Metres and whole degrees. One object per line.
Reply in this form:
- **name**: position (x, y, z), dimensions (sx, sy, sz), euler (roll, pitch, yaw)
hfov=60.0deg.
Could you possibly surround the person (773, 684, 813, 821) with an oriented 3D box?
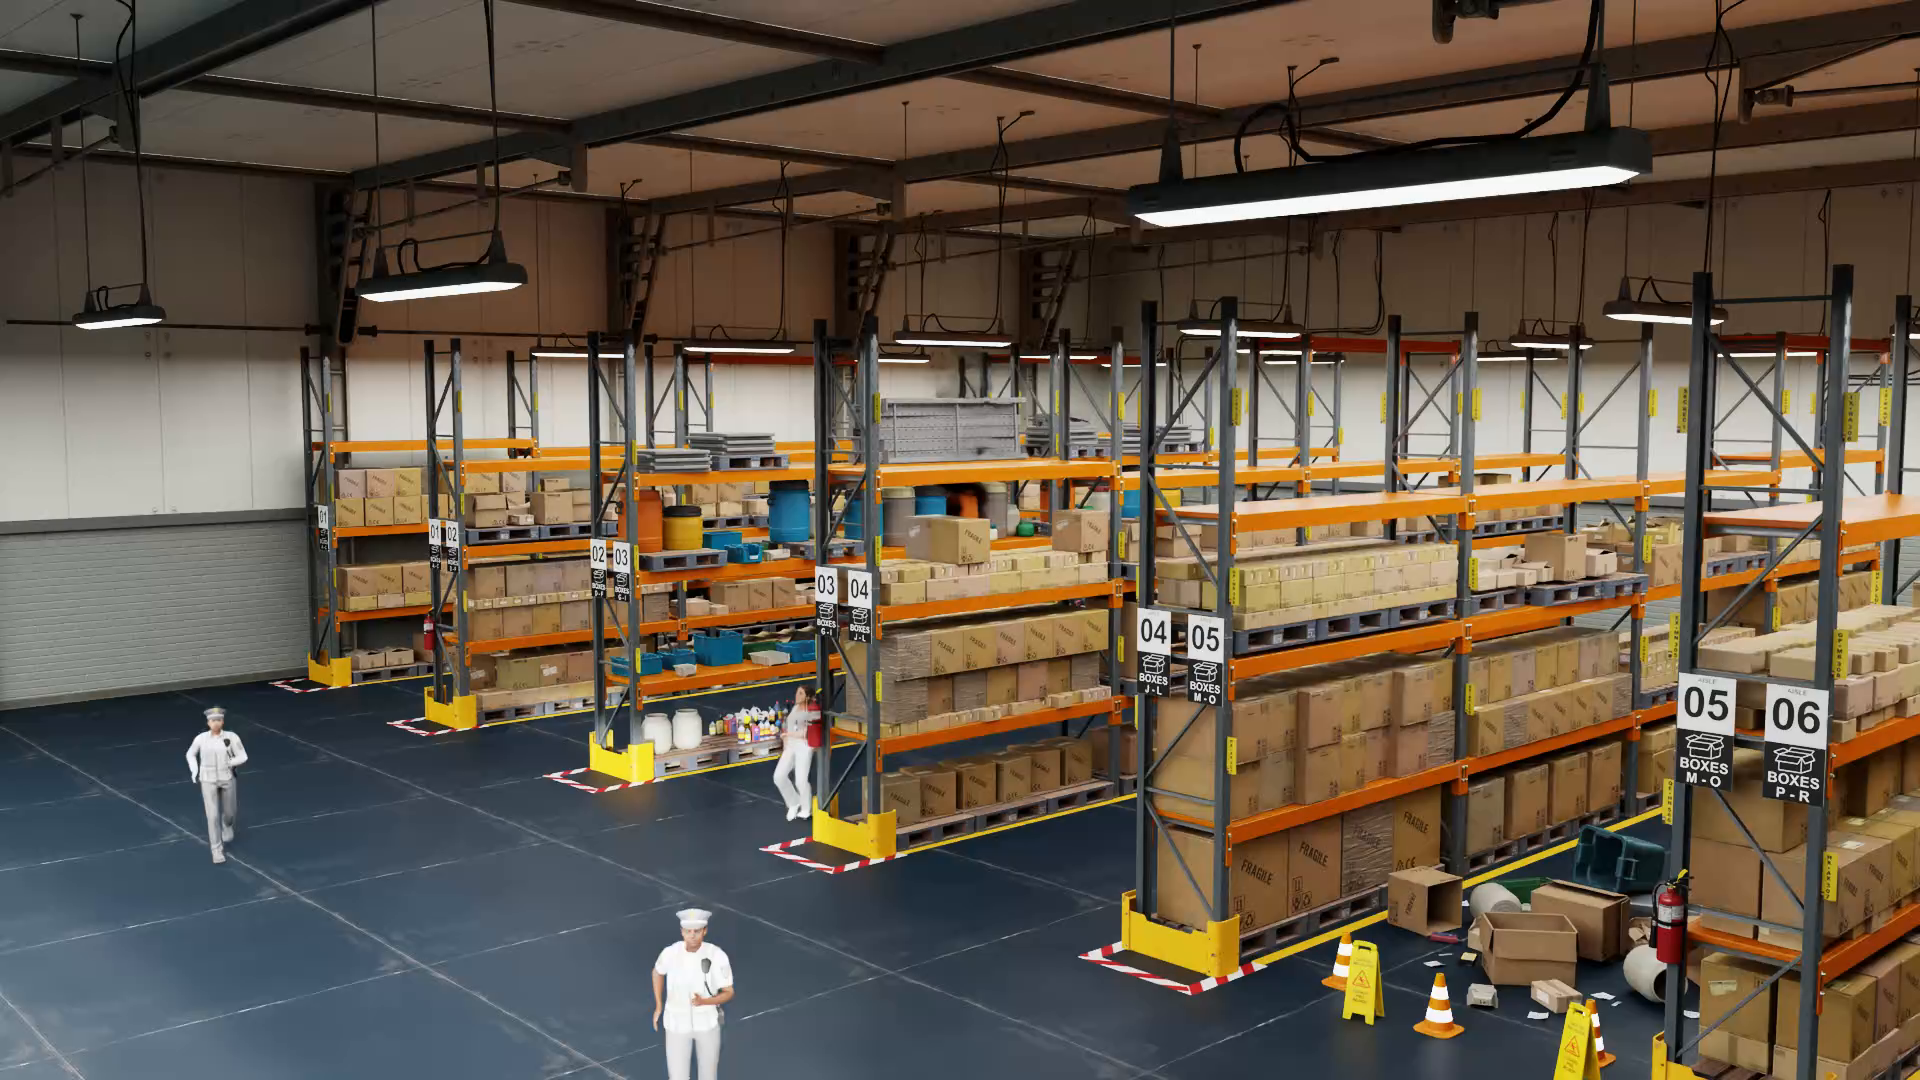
- **person**: position (-1.974, 2.574, 20.098), dimensions (0.541, 1.663, 0.580), euler (4, 6, 37)

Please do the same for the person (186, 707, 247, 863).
- **person**: position (-8.280, 2.685, 18.554), dimensions (0.622, 1.670, 0.896), euler (-2, 6, -25)

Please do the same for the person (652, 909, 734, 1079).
- **person**: position (-1.806, 3.325, 11.265), dimensions (0.555, 1.748, 0.803), euler (-1, 5, -8)
